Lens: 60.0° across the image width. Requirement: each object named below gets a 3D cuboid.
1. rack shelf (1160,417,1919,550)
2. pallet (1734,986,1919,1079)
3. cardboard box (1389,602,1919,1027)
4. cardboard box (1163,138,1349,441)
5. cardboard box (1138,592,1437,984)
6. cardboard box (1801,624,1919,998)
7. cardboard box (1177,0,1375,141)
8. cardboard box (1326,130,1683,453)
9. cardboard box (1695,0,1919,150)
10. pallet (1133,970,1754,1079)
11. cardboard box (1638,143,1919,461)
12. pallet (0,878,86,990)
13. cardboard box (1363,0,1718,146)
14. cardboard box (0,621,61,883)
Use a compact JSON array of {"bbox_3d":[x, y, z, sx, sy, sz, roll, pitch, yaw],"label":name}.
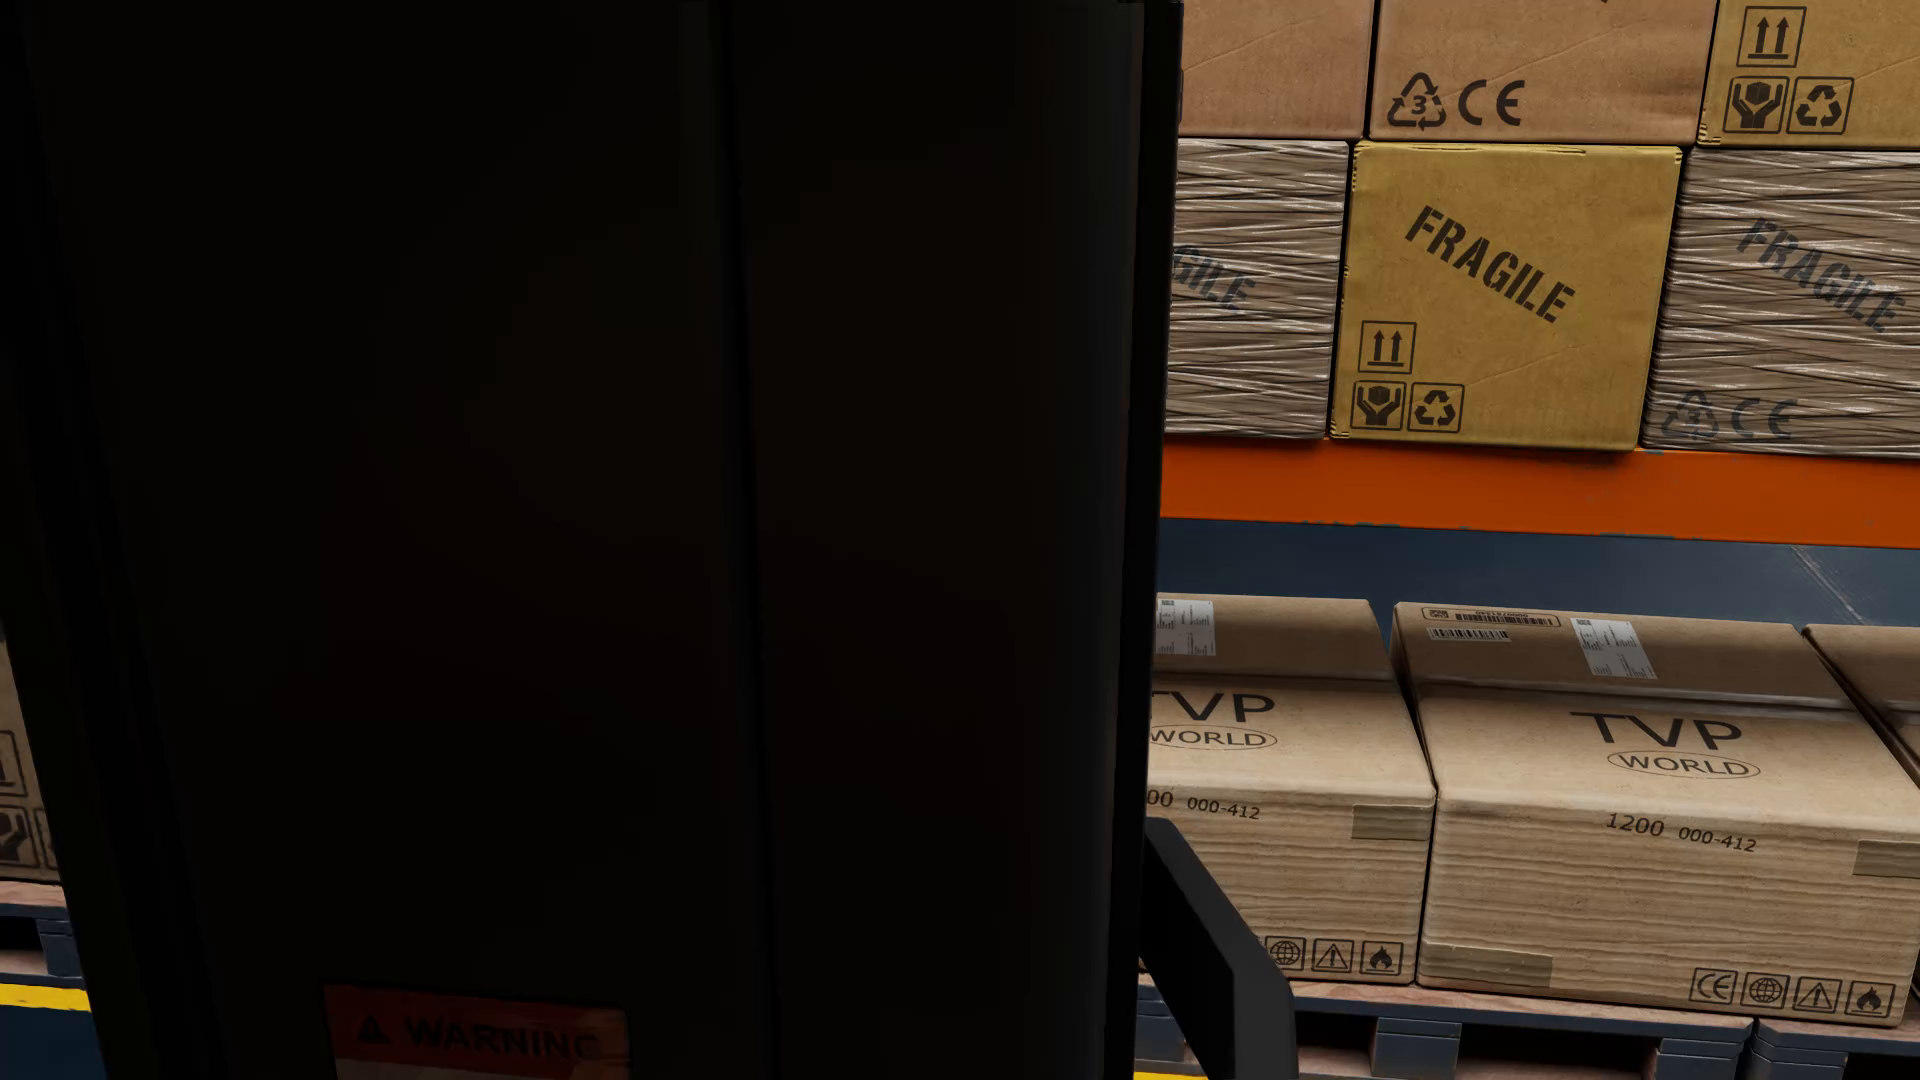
[{"bbox_3d":[0.961,-0.197,3.337,4.000,0.370,1.077,2,22,6],"label":"rack shelf"},{"bbox_3d":[2.144,0.846,3.513,1.213,0.211,1.003,2,22,6],"label":"pallet"},{"bbox_3d":[1.370,0.523,3.452,0.875,0.438,0.875,3,22,8],"label":"cardboard box"},{"bbox_3d":[0.402,-0.502,2.993,0.500,0.500,0.500,3,22,7],"label":"cardboard box"},{"bbox_3d":[0.475,0.483,3.552,0.875,0.438,0.875,2,22,5],"label":"cardboard box"},{"bbox_3d":[2.280,0.559,3.359,0.875,0.438,0.875,2,22,4],"label":"cardboard box"},{"bbox_3d":[0.428,-0.970,2.818,0.500,0.500,0.500,3,22,7],"label":"cardboard box"},{"bbox_3d":[0.914,-0.479,2.936,0.500,0.500,0.500,3,22,8],"label":"cardboard box"},{"bbox_3d":[1.427,-0.925,2.703,0.500,0.500,0.500,2,22,6],"label":"cardboard box"},{"bbox_3d":[0.936,0.792,3.649,1.213,0.211,1.003,2,22,6],"label":"pallet"},{"bbox_3d":[1.428,-0.462,2.892,0.500,0.500,0.500,3,22,8],"label":"cardboard box"},{"bbox_3d":[-1.800,0.673,3.951,1.213,0.211,1.003,2,22,6],"label":"pallet"},{"bbox_3d":[0.928,-0.947,2.760,0.500,0.500,0.500,2,22,6],"label":"cardboard box"},{"bbox_3d":[-1.650,0.177,3.731,0.875,0.875,0.875,3,22,8],"label":"cardboard box"}]
